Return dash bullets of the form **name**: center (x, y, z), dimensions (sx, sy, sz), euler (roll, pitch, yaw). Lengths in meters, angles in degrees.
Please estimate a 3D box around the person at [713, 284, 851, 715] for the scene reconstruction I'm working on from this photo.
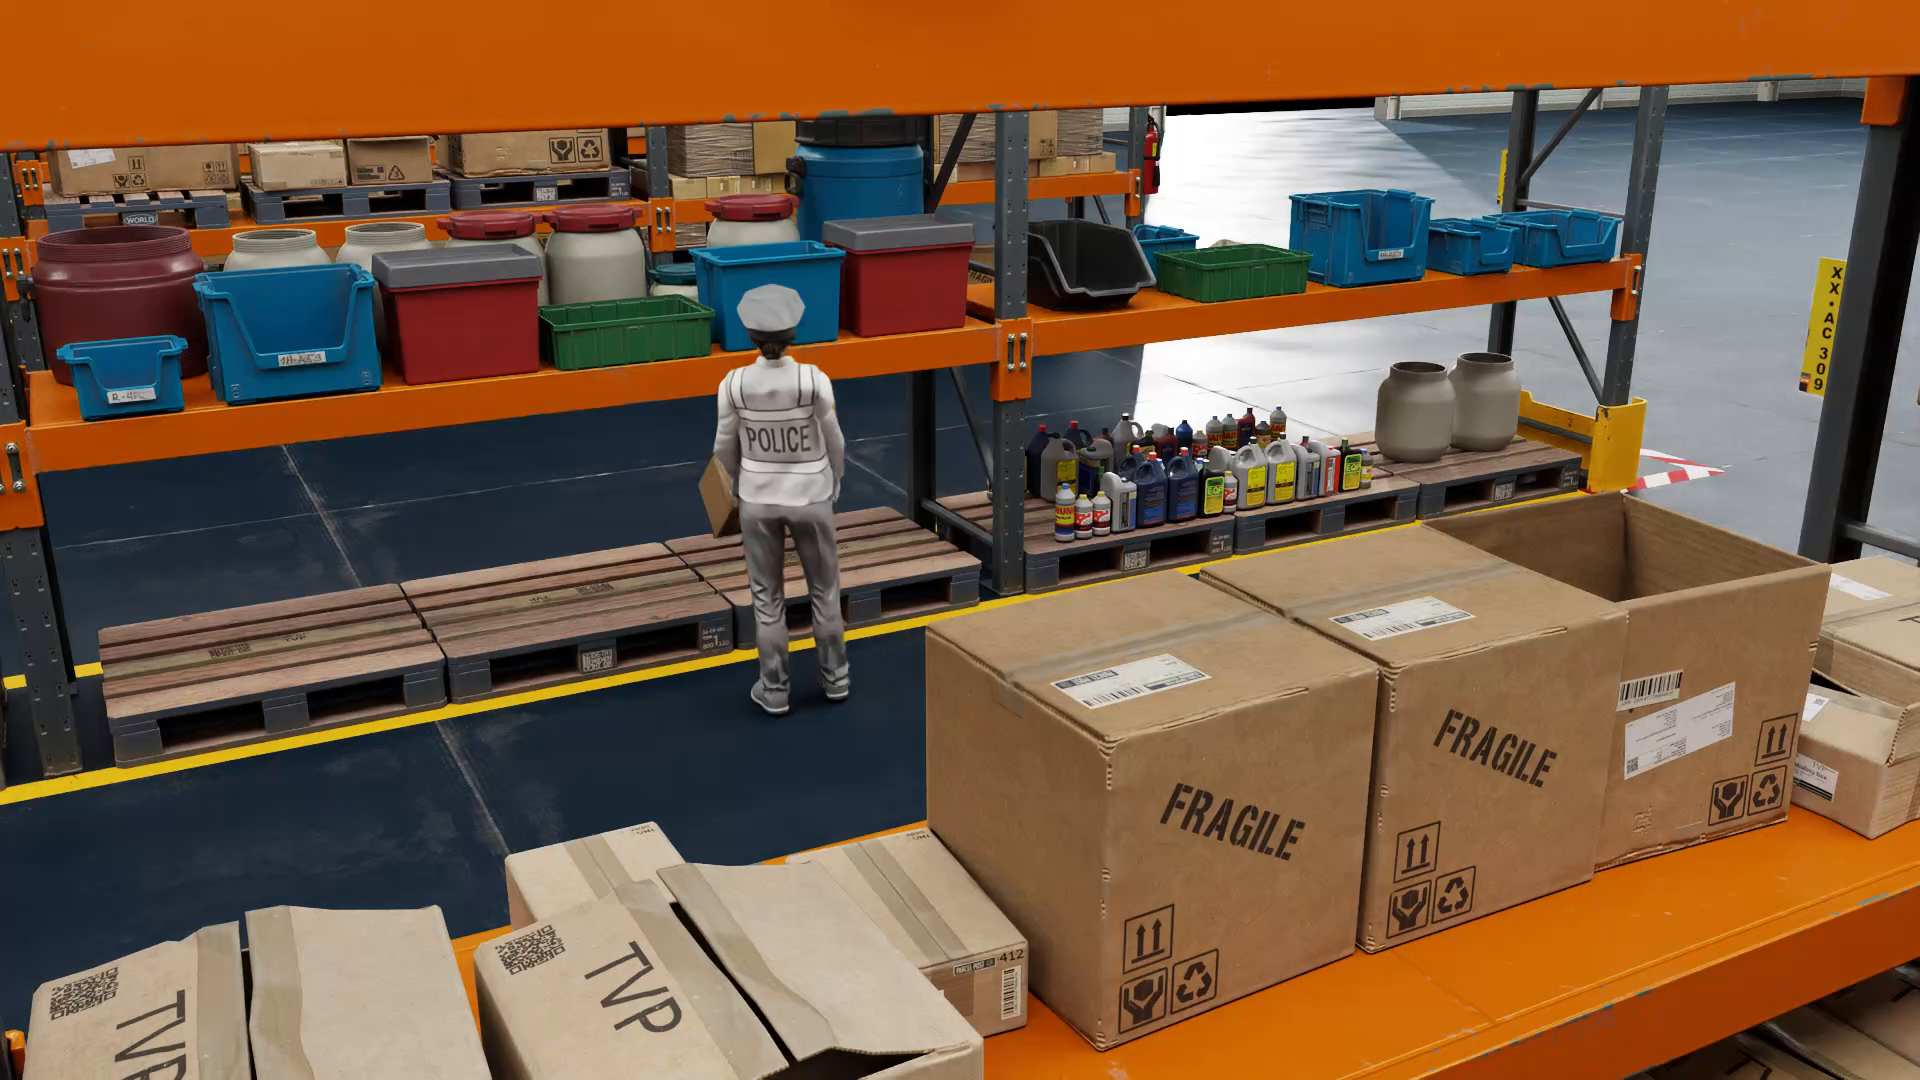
- **person**: center (-0.688, -0.155, 6.440), dimensions (0.502, 1.699, 0.517), euler (0, 19, -1)
